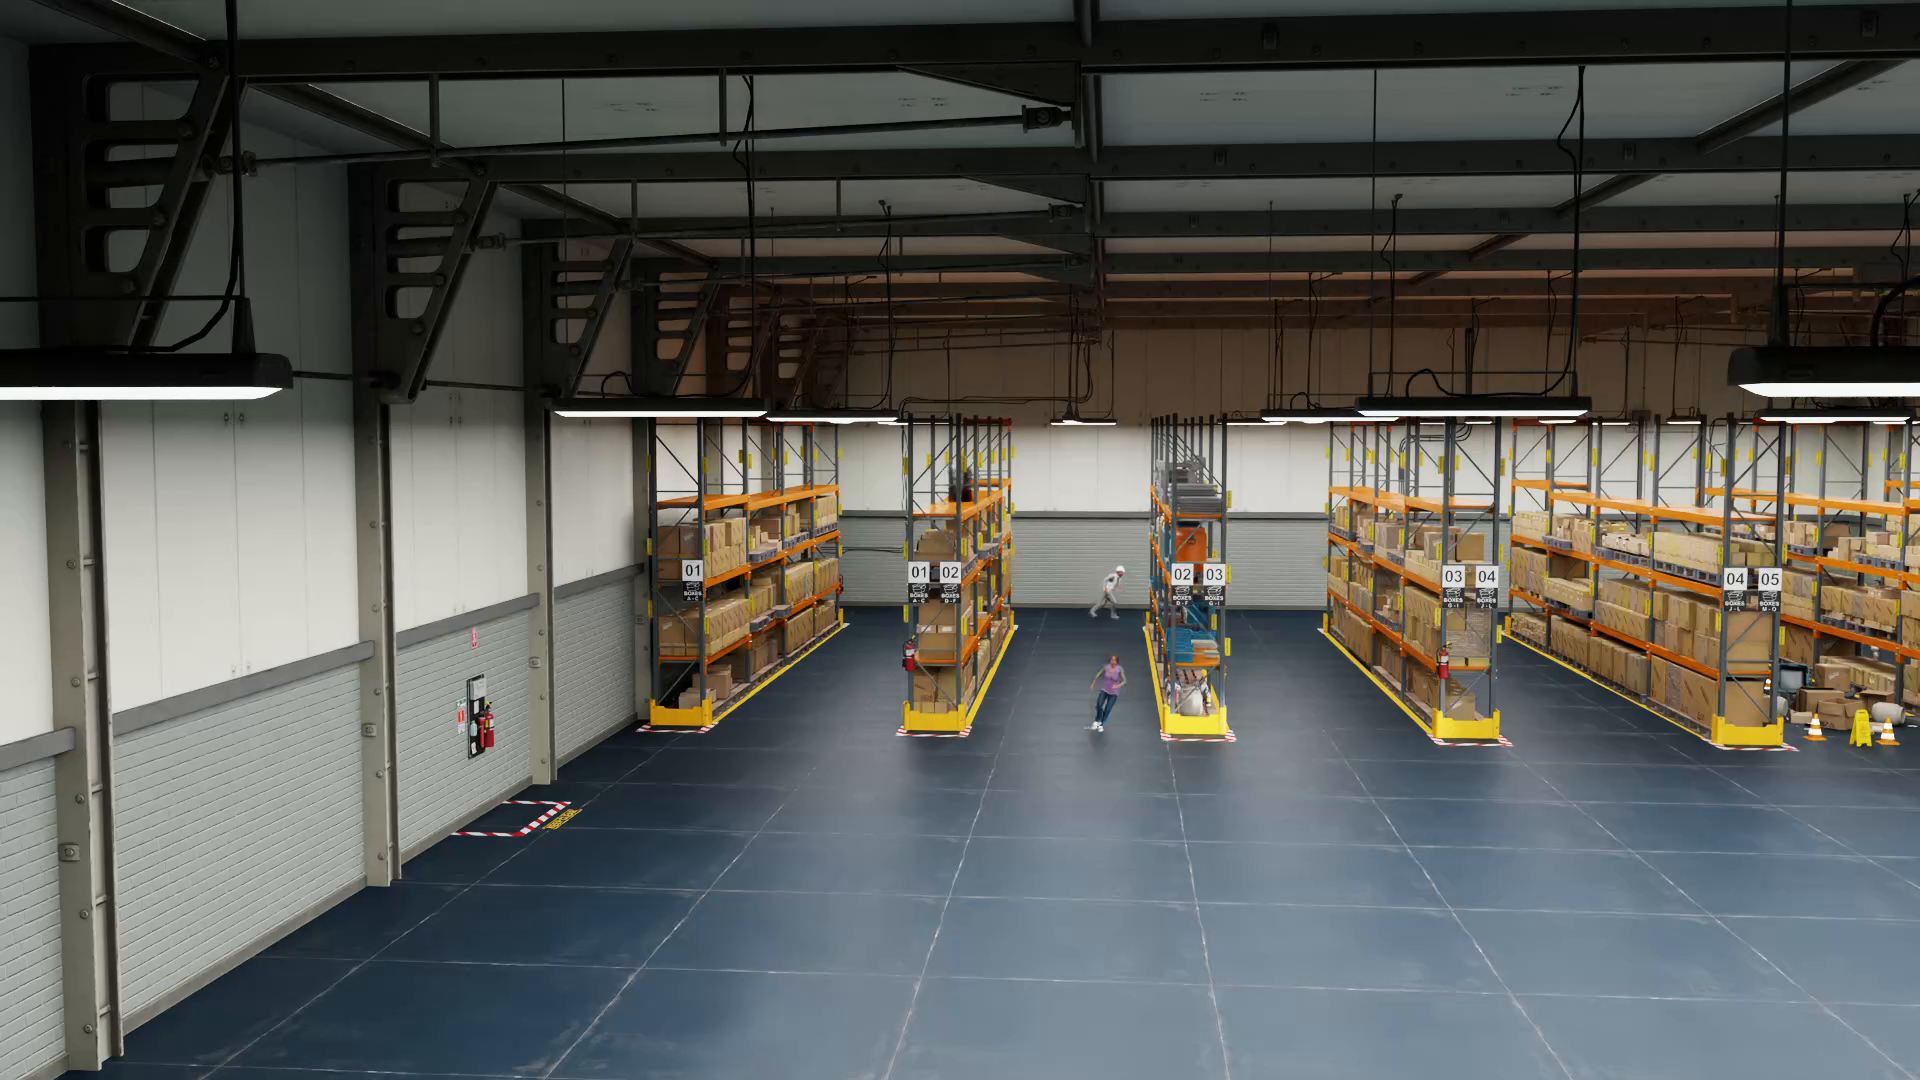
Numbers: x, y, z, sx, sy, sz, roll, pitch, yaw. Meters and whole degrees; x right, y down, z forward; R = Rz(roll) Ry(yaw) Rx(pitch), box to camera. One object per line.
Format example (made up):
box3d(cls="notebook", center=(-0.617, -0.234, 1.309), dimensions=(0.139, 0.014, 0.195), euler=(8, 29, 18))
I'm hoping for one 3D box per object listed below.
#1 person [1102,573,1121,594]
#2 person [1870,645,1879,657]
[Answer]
box3d(cls="person", center=(4.537, 1.298, 49.967), dimensions=(0.510, 0.637, 0.452), euler=(2, 4, 26))
box3d(cls="person", center=(22.161, 2.165, 40.653), dimensions=(0.440, 1.417, 0.781), euler=(0, 4, -4))
